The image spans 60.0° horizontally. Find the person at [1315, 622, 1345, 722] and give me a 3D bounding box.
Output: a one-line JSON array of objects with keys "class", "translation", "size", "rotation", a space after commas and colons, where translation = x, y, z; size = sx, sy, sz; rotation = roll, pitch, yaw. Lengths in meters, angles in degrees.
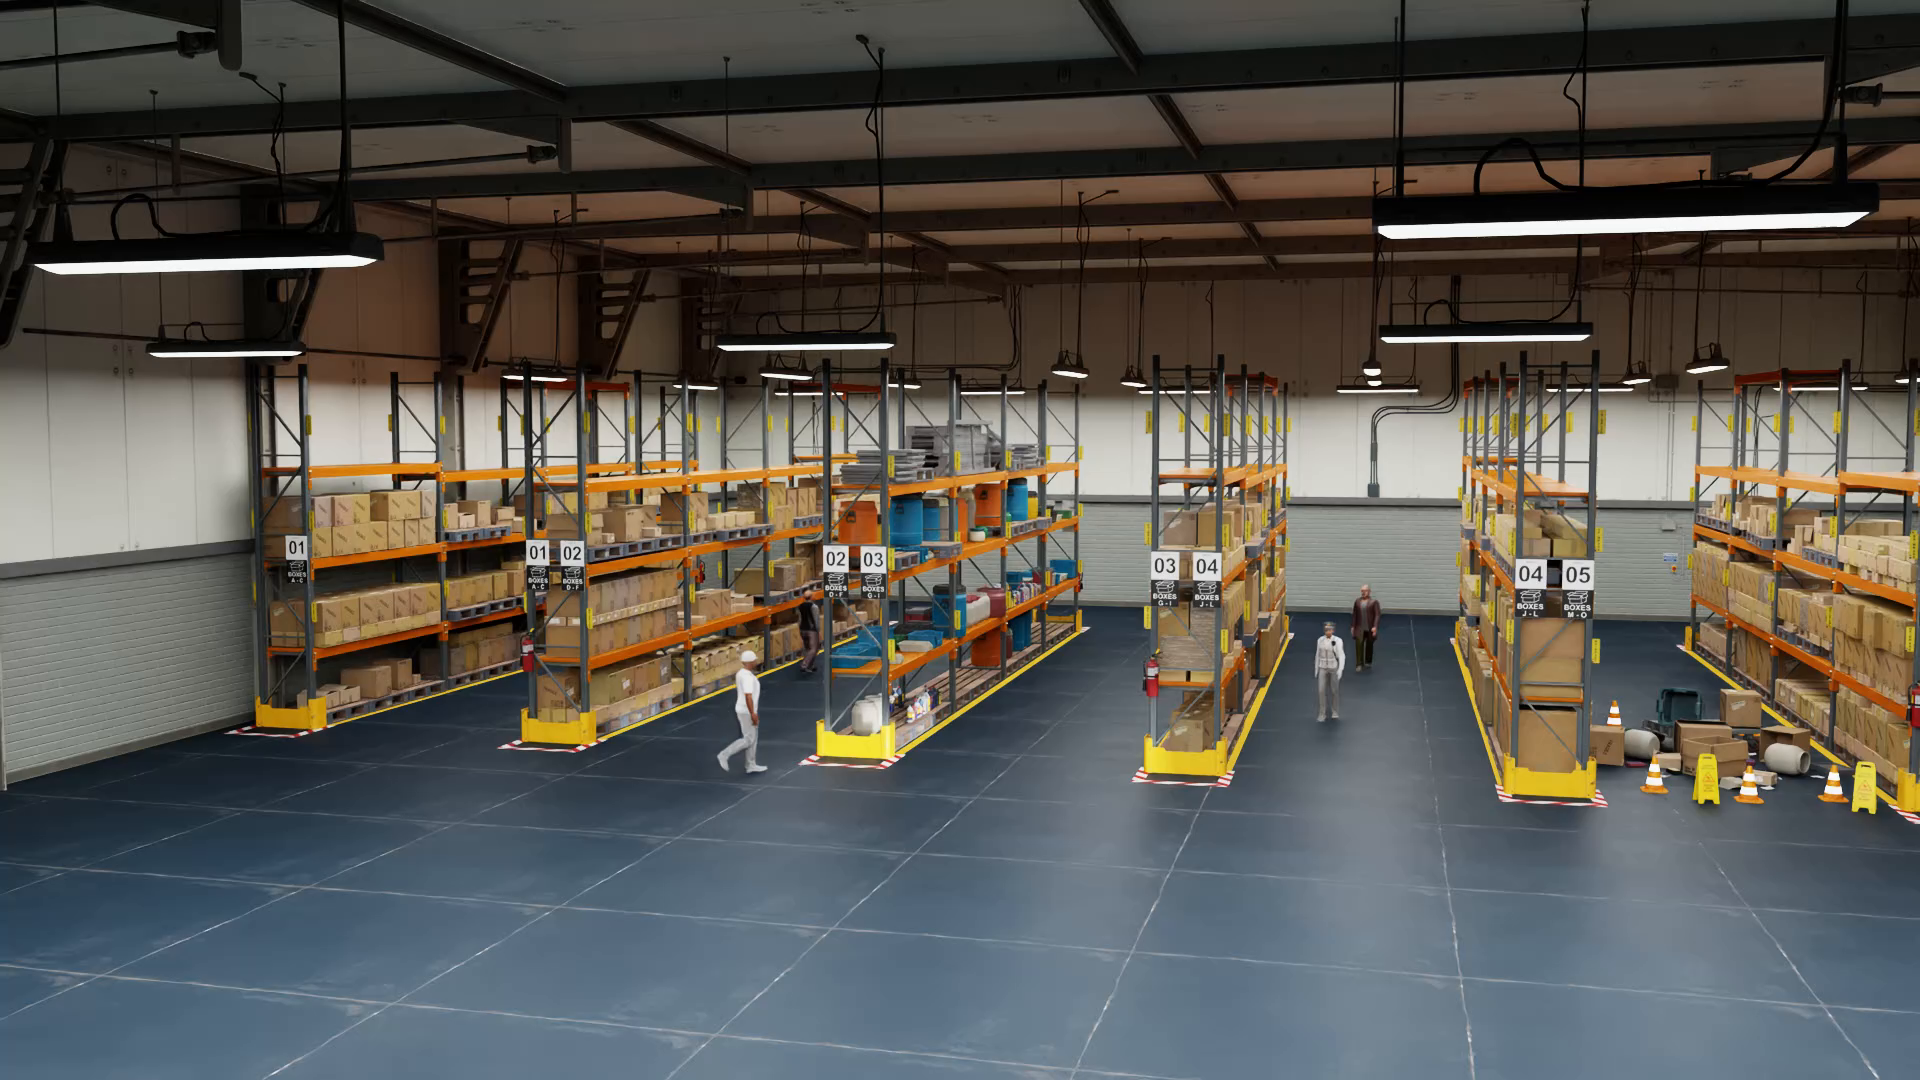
[{"class": "person", "translation": [6.278, 2.230, 28.274], "size": [0.539, 1.698, 0.592], "rotation": [2, 5, 30]}]

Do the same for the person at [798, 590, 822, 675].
[{"class": "person", "translation": [-3.021, 1.857, 33.242], "size": [0.600, 1.707, 0.903], "rotation": [2, 5, 32]}]

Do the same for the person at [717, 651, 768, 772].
[{"class": "person", "translation": [-3.126, 2.467, 23.823], "size": [0.711, 1.764, 0.564], "rotation": [0, 4, -3]}]

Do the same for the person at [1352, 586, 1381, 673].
[{"class": "person", "translation": [8.230, 1.835, 33.729], "size": [0.590, 1.621, 1.103], "rotation": [1, 4, 15]}]
